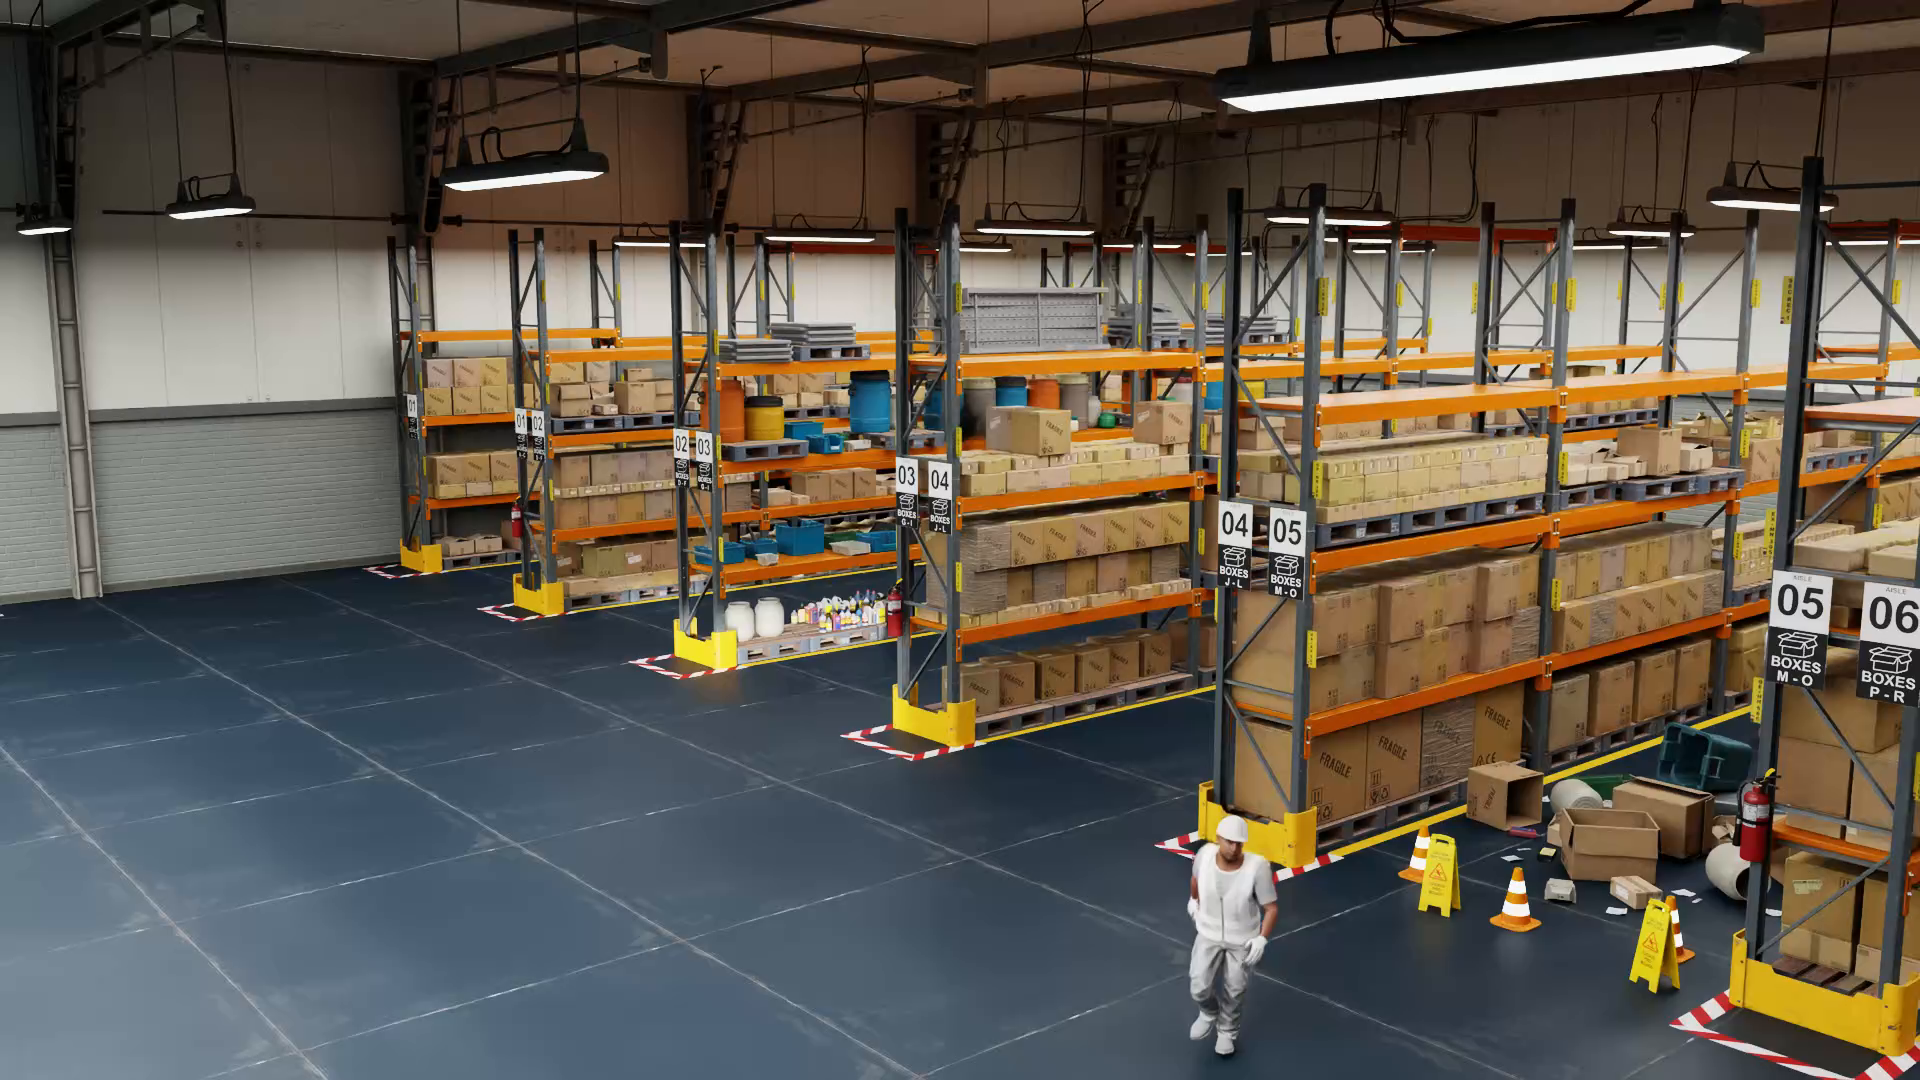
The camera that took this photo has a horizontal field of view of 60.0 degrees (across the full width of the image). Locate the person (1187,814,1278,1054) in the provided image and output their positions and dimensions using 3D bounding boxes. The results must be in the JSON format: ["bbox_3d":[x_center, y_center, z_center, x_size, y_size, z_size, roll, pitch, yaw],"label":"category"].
[{"bbox_3d":[1.766,2.629,10.997,0.678,1.724,0.822,3,9,19],"label":"person"}]
